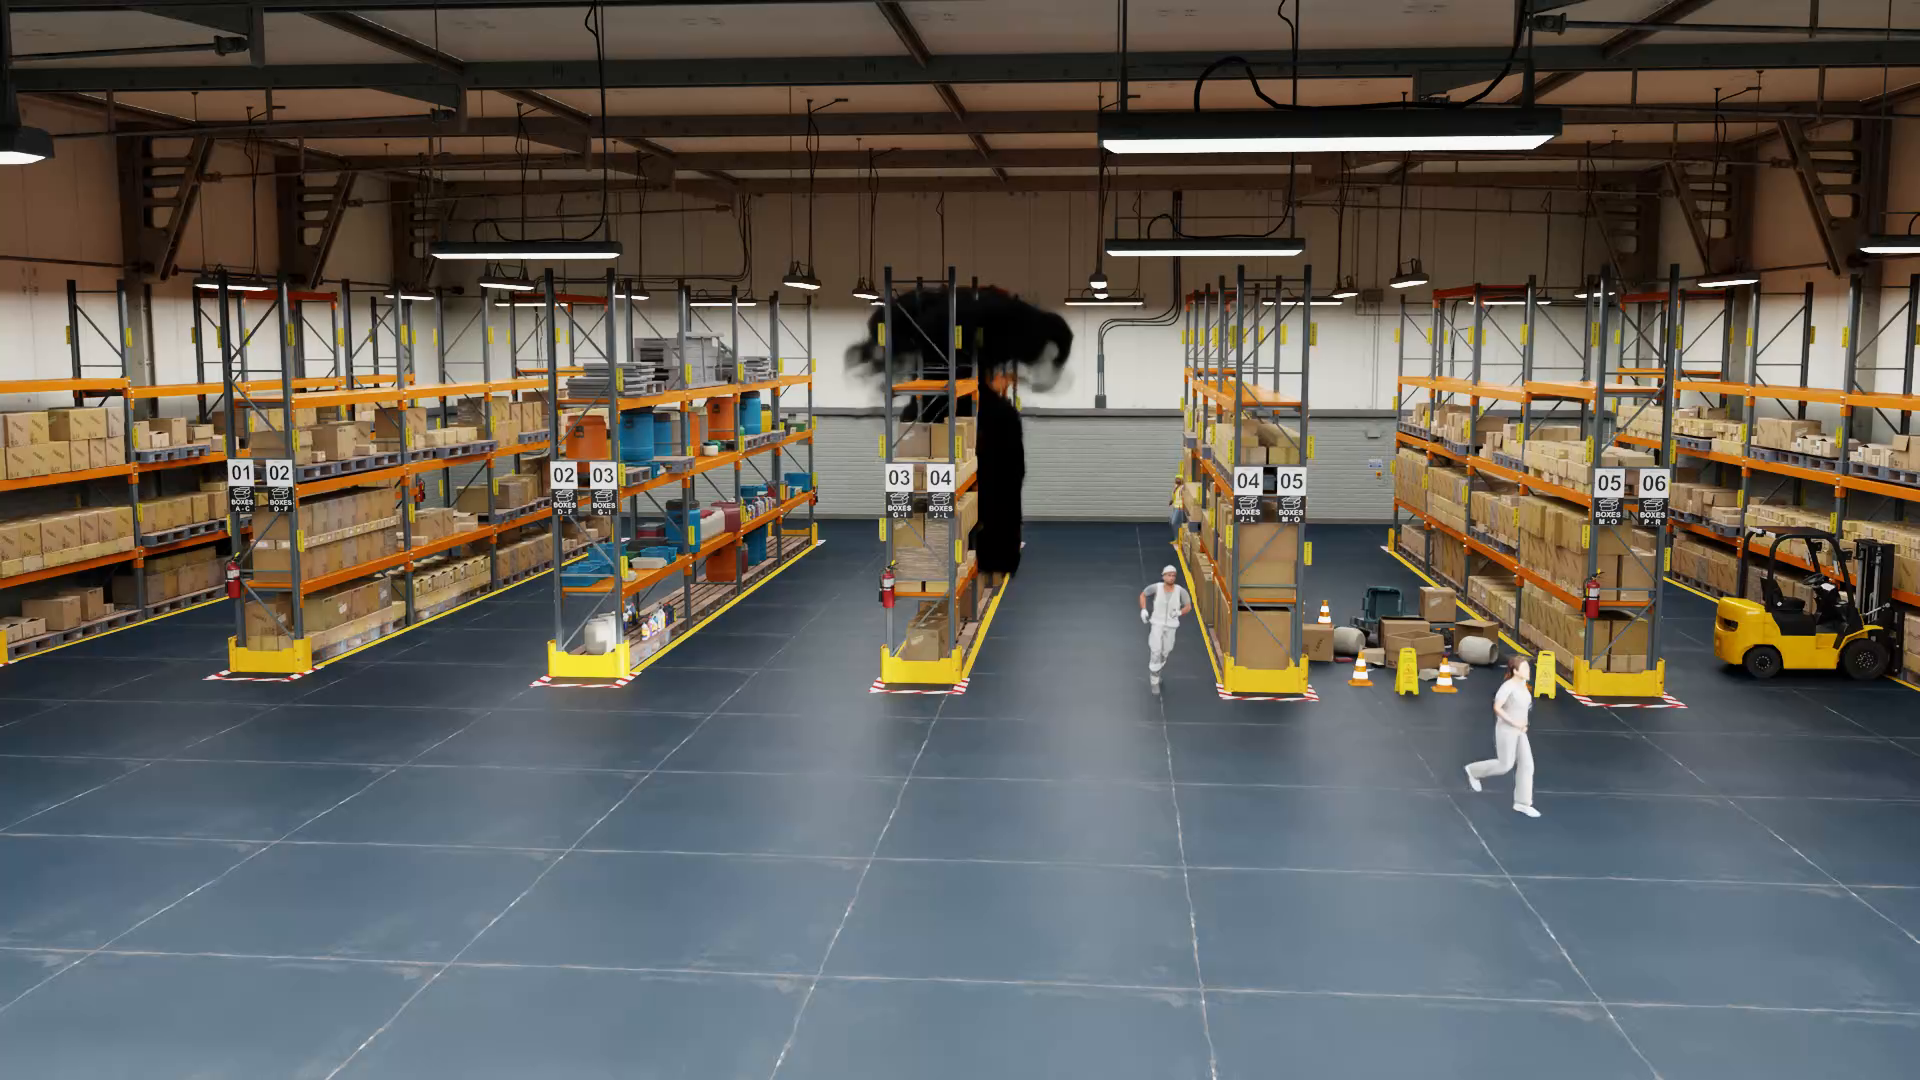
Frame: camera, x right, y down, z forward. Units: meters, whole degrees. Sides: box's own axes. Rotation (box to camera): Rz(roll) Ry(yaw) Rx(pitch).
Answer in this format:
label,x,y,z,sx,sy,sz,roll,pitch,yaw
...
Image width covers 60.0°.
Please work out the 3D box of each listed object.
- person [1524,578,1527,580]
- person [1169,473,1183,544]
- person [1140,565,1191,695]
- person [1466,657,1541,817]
label,x,y,z,sx,sy,sz,roll,pitch,yaw
person,11.608,0.022,34.017,0.618,1.673,0.908,0,7,-1
person,5.395,-0.771,40.576,0.602,1.735,0.737,-1,7,-11
person,2.935,1.265,23.741,0.714,1.842,0.838,0,7,-1
person,5.840,2.048,17.730,0.588,1.659,0.903,-6,9,-43
